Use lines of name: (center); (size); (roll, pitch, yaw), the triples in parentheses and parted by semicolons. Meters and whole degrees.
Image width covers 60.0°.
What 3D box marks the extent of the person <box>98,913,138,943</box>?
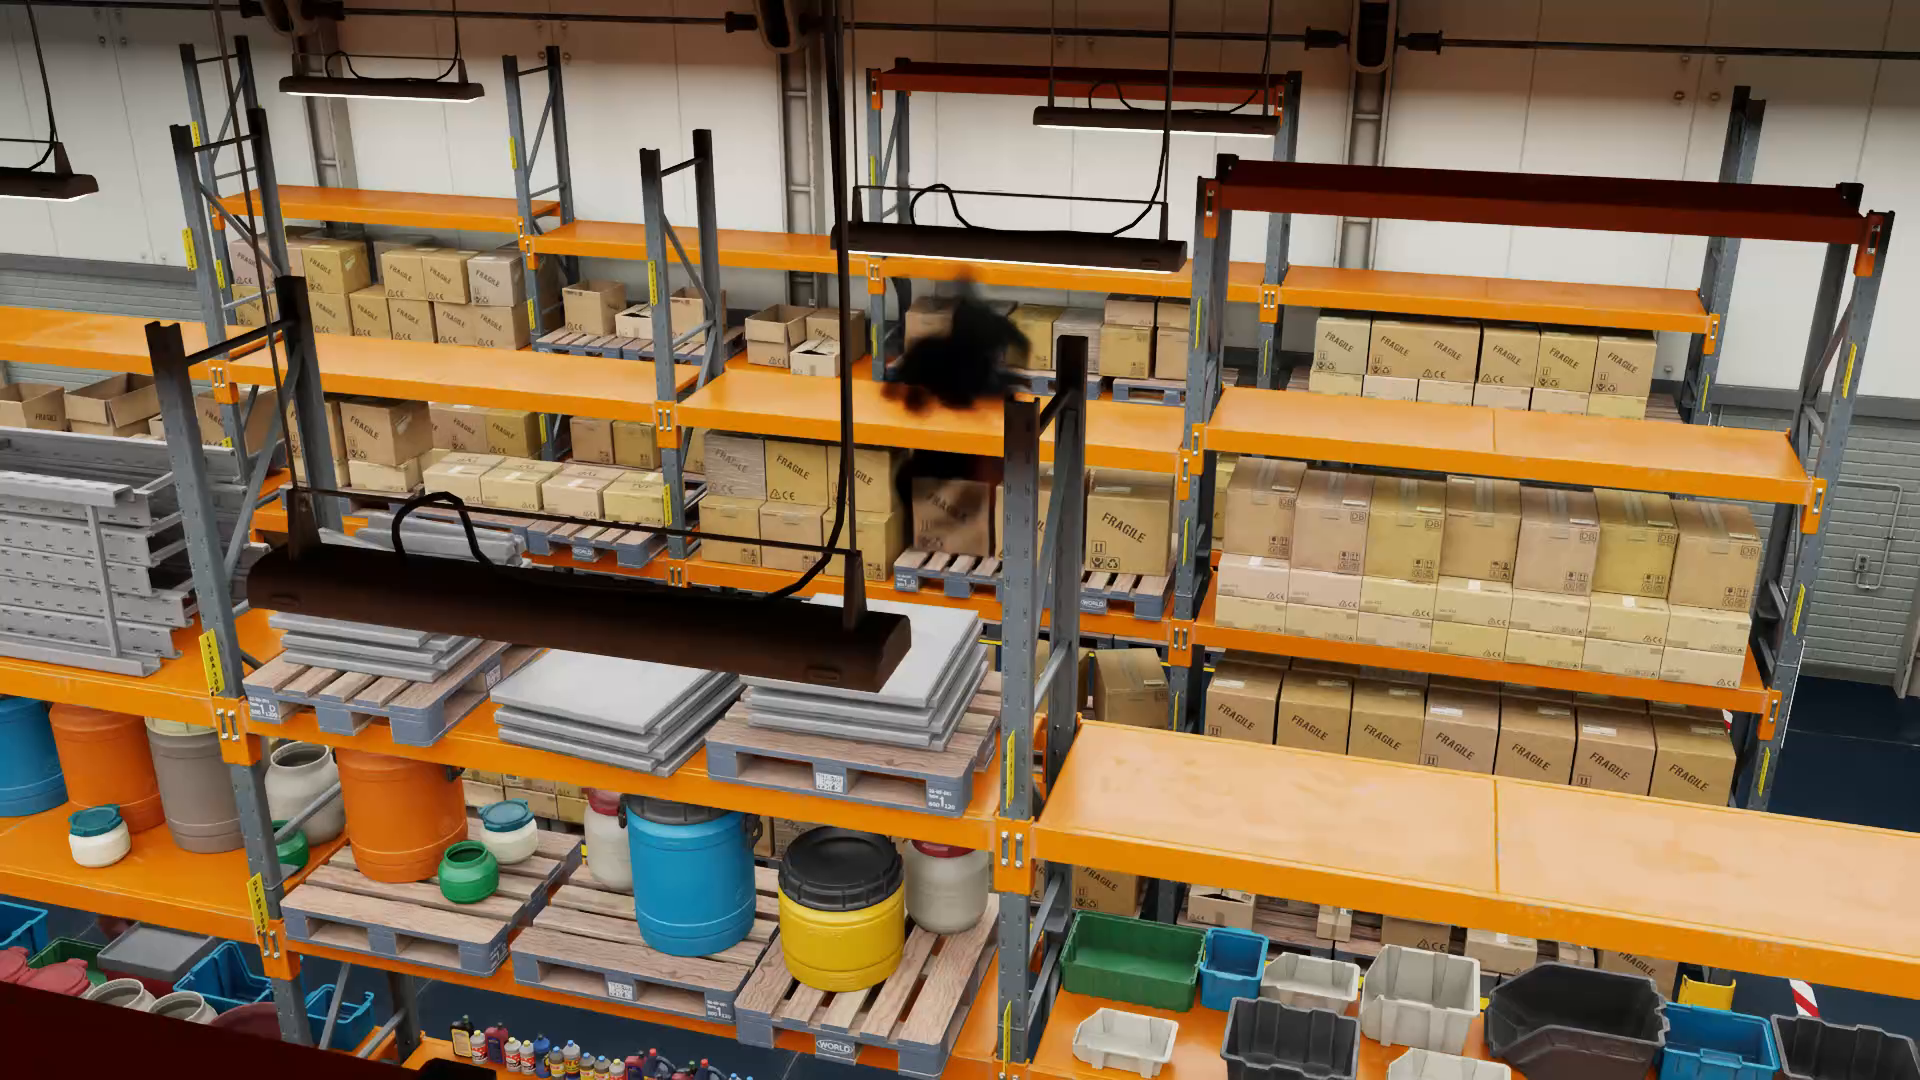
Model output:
person: (-6.214, 2.568, 12.491); (0.633, 1.629, 0.581); (1, 23, 1)
